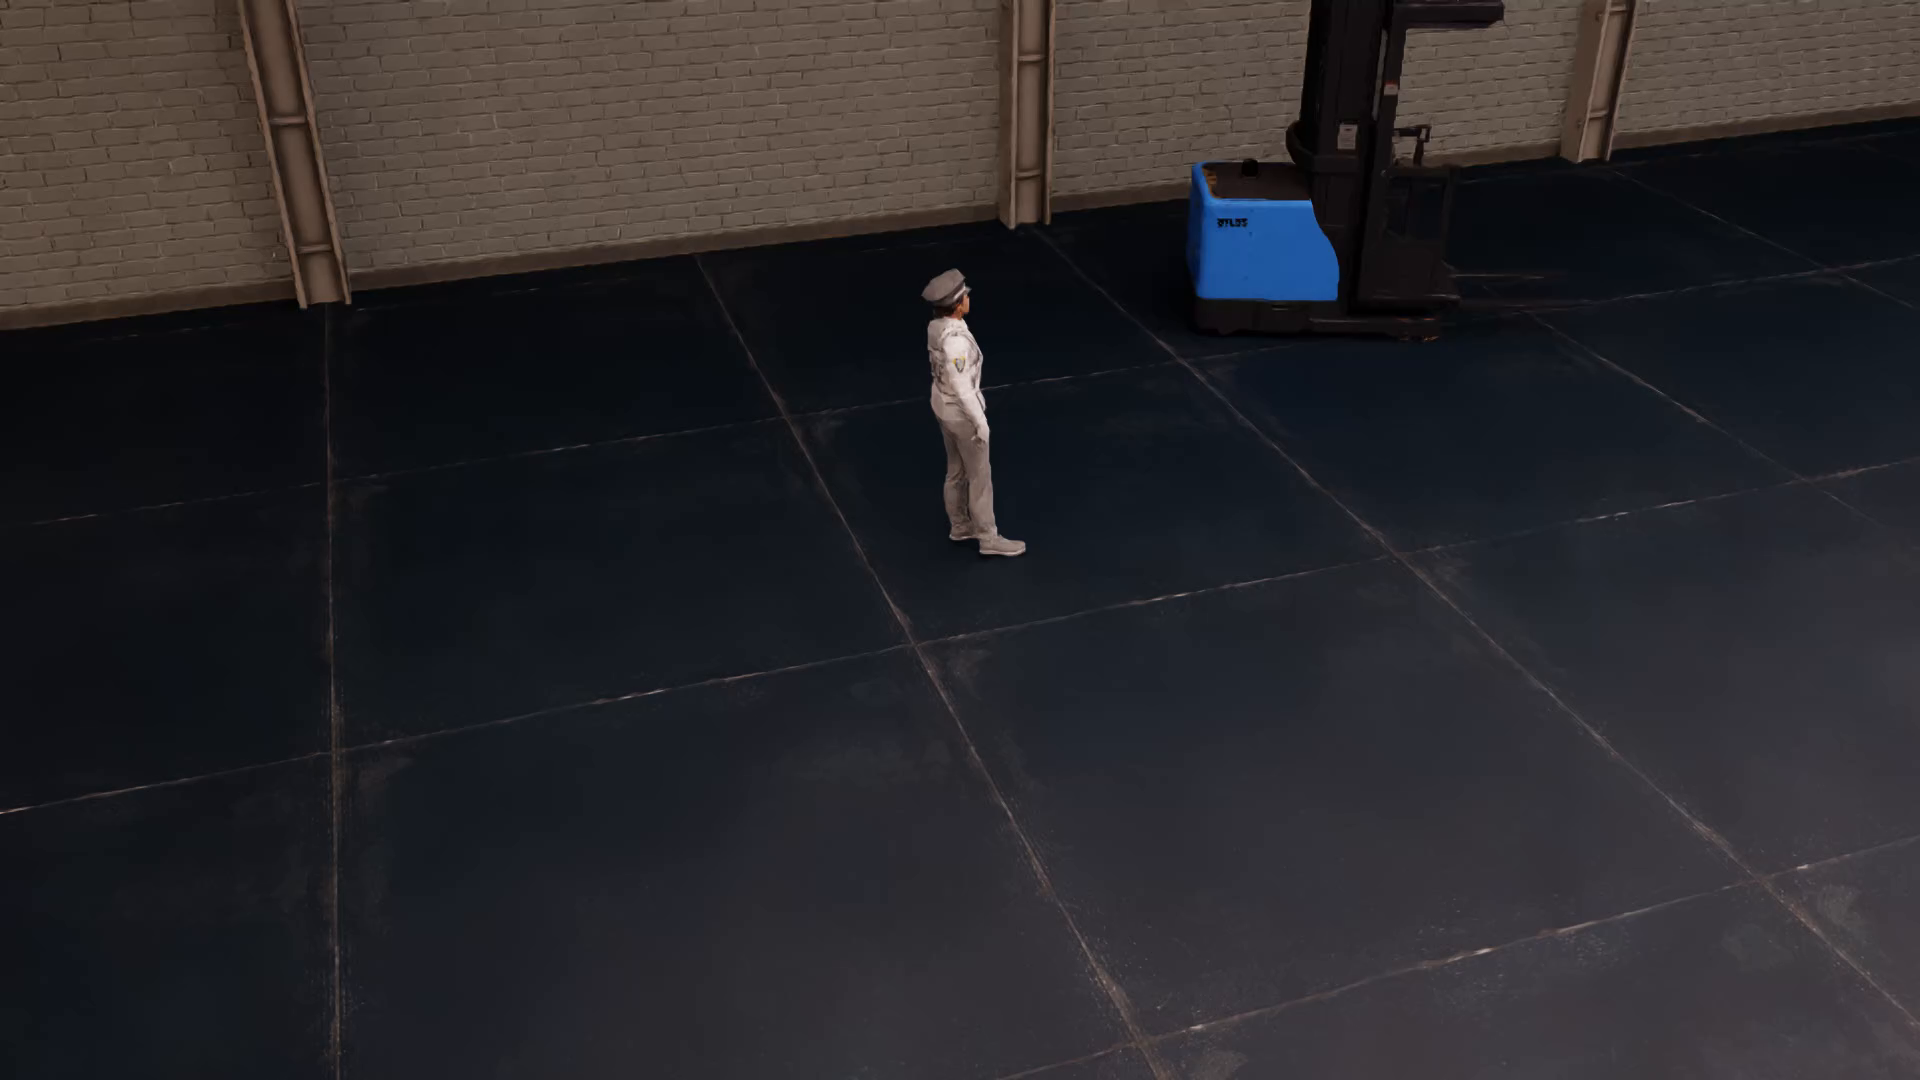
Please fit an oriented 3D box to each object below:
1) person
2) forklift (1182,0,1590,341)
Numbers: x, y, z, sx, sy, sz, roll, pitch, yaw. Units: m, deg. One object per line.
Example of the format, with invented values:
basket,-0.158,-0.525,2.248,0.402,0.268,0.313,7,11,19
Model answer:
person,0.066,-0.748,9.612,0.532,1.695,0.586,-10,31,-16
forklift,3.307,-3.060,12.405,3.031,2.935,1.130,1,30,1
